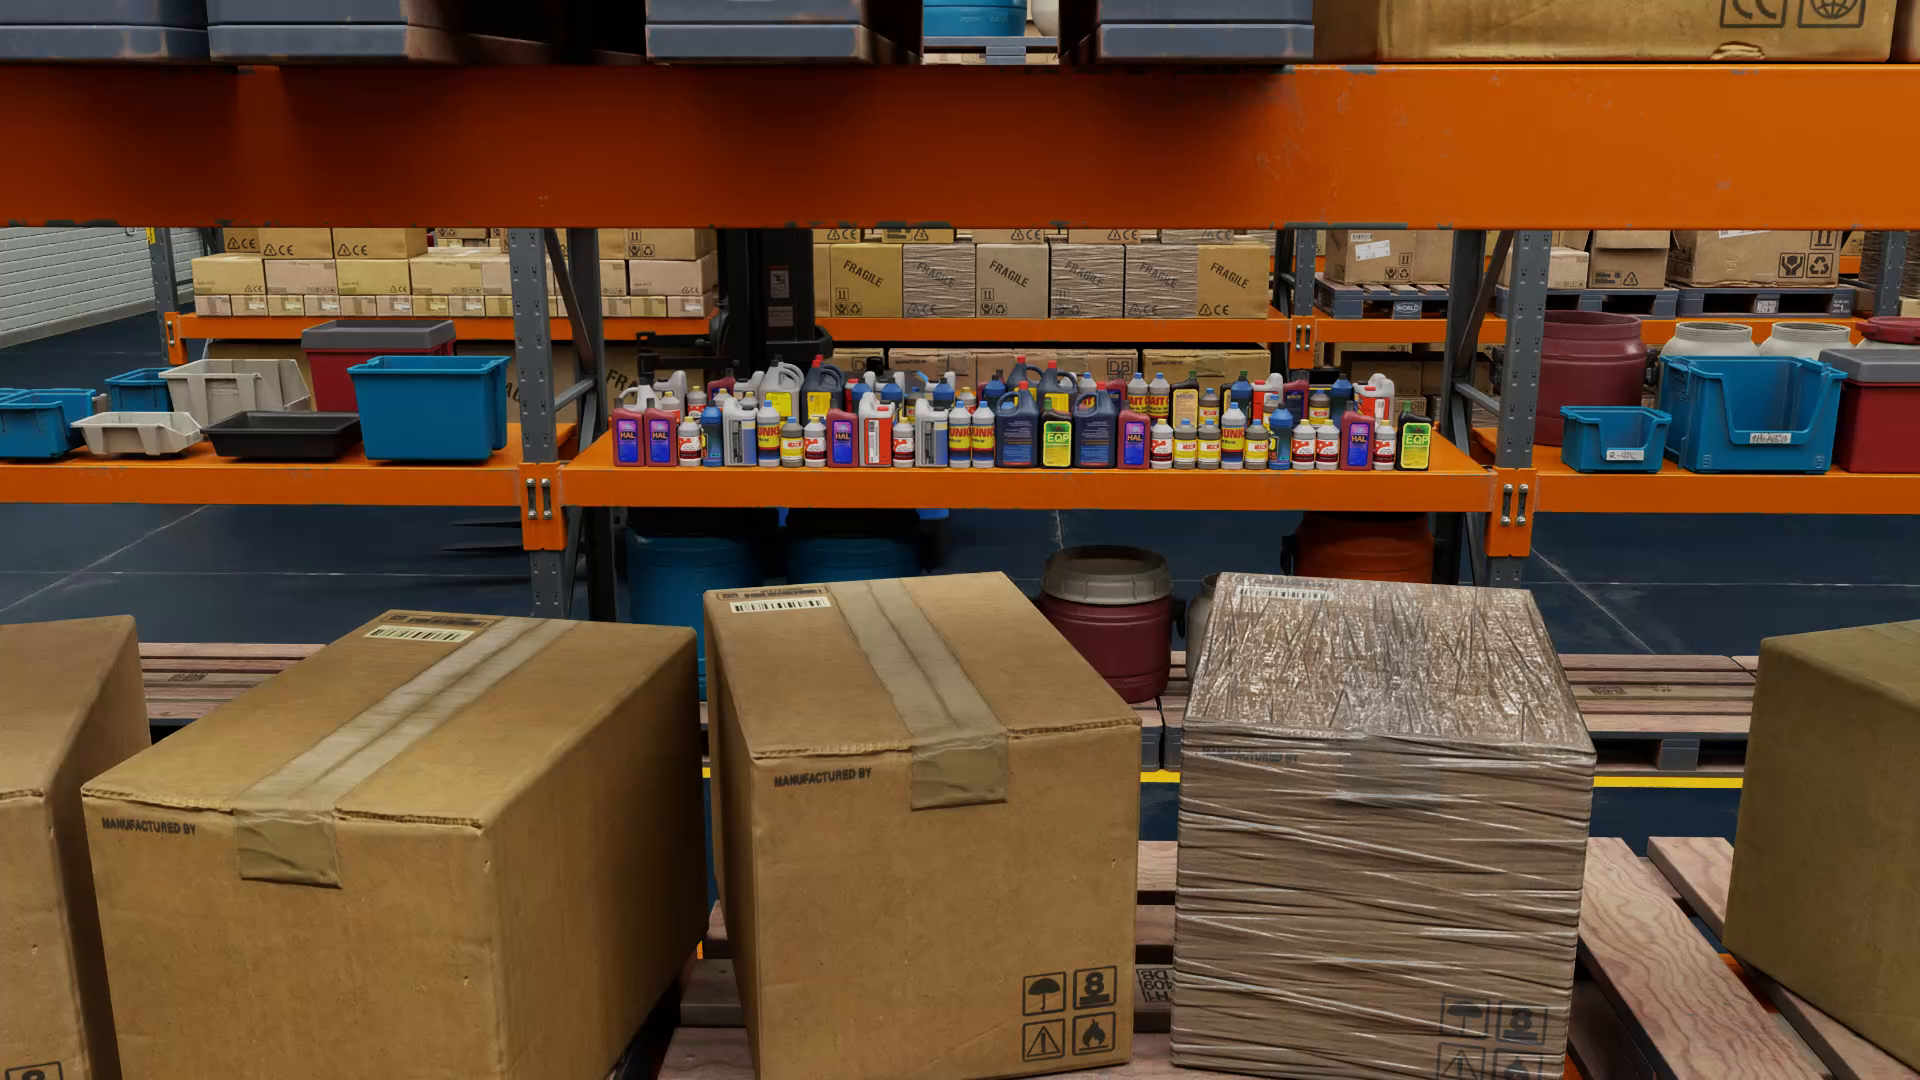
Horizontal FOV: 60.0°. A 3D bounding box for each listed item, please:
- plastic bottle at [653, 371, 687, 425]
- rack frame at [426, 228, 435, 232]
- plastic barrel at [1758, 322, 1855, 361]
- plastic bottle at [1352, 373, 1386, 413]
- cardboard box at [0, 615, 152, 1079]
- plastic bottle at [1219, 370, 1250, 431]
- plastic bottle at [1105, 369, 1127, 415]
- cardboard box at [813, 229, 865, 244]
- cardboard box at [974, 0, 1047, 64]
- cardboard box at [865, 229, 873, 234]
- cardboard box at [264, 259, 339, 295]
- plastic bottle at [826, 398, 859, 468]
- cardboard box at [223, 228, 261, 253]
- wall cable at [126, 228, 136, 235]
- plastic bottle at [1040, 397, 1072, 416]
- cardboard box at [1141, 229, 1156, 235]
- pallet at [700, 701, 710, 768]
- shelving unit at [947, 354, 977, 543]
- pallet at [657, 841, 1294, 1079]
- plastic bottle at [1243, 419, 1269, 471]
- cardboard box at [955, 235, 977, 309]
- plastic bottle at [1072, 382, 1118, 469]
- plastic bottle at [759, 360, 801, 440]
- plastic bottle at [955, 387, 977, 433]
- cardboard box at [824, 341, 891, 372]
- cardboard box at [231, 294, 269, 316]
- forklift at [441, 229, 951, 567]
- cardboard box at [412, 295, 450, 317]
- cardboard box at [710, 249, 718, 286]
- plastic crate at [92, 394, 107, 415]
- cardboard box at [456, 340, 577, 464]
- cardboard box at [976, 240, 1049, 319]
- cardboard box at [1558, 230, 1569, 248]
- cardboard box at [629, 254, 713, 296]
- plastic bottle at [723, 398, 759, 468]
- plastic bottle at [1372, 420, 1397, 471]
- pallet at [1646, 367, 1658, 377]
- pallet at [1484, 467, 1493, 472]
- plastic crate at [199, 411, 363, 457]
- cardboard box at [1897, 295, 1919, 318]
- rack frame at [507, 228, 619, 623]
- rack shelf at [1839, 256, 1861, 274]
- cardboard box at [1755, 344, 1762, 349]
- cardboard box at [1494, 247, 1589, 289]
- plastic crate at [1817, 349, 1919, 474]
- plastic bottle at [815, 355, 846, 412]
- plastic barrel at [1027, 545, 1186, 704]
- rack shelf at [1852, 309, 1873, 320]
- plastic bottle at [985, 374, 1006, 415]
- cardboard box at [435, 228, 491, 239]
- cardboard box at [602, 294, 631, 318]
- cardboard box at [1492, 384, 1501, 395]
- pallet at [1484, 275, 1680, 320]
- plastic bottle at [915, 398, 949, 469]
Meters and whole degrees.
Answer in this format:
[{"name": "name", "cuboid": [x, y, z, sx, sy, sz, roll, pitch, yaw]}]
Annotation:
[{"name": "plastic bottle", "cuboid": [-1.324, -0.634, 7.607, 0.135, 0.276, 0.152, 0, 15, 1]}, {"name": "rack frame", "cuboid": [-5.371, -3.168, 16.967, 0.127, 3.000, 1.000, 0, 15, 1]}, {"name": "plastic barrel", "cuboid": [3.727, -0.687, 7.346, 0.421, 0.512, 0.421, 0, 15, 0]}, {"name": "plastic bottle", "cuboid": [1.848, -0.614, 7.529, 0.135, 0.276, 0.152, 0, 15, 1]}, {"name": "cardboard box", "cuboid": [-1.389, 0.458, 2.207, 0.500, 0.500, 0.700, -5, 16, -17]}, {"name": "plastic bottle", "cuboid": [1.252, -0.633, 7.587, 0.133, 0.283, 0.061, 0, 15, 1]}, {"name": "plastic bottle", "cuboid": [0.694, -0.636, 7.600, 0.133, 0.283, 0.061, 0, 15, 1]}, {"name": "cardboard box", "cuboid": [-0.961, -2.409, 11.928, 0.637, 0.503, 0.797, 0, 15, 0]}, {"name": "cardboard box", "cuboid": [0.356, -3.563, 11.558, 0.637, 0.503, 0.797, 0, 15, 1]}, {"name": "cardboard box", "cuboid": [-0.990, -3.103, 16.392, 0.250, 0.149, 0.380, 0, 15, -1]}, {"name": "cardboard box", "cuboid": [-4.606, -1.901, 11.877, 0.500, 0.250, 0.500, 0, 15, 1]}, {"name": "plastic bottle", "cuboid": [-0.483, -0.441, 6.860, 0.133, 0.283, 0.061, 0, 15, 1]}, {"name": "cardboard box", "cuboid": [-5.105, -2.401, 12.302, 0.500, 0.500, 0.500, 1, 15, 2]}, {"name": "wall cable", "cuboid": [-10.983, -4.968, 21.737, 0.123, 1.953, 0.585, 0, 15, 1]}, {"name": "plastic bottle", "cuboid": [0.398, -0.451, 6.897, 0.133, 0.283, 0.061, 0, 15, 1]}, {"name": "cardboard box", "cuboid": [1.873, -3.085, 16.323, 0.250, 0.149, 0.380, 0, 15, 1]}, {"name": "pallet", "cuboid": [-0.956, 0.750, 7.585, 1.213, 0.211, 1.003, 0, 15, 1]}, {"name": "shelving unit", "cuboid": [0.014, -0.580, 10.687, 0.189, 1.200, 0.258, 0, 15, 1]}, {"name": "pallet", "cuboid": [0.198, 0.756, 2.470, 1.213, 0.211, 1.003, 0, 15, 1]}, {"name": "plastic bottle", "cuboid": [1.219, -0.395, 6.846, 0.097, 0.201, 0.097, 0, 15, 0]}, {"name": "cardboard box", "cuboid": [-0.109, -1.986, 12.291, 0.500, 0.500, 0.500, 0, 15, 1]}, {"name": "plastic bottle", "cuboid": [0.556, -0.477, 6.866, 0.185, 0.351, 0.144, 0, 15, 1]}, {"name": "plastic bottle", "cuboid": [-0.803, -0.631, 7.449, 0.185, 0.351, 0.144, 0, 15, 1]}, {"name": "plastic bottle", "cuboid": [0.028, -0.596, 7.610, 0.097, 0.201, 0.097, 0, 15, 0]}, {"name": "cardboard box", "cuboid": [-0.960, -1.054, 12.297, 0.875, 0.875, 1.225, 0, 15, 2]}, {"name": "cardboard box", "cuboid": [-4.996, -1.694, 11.874, 0.250, 0.149, 0.380, 0, 15, 1]}, {"name": "forklift", "cuboid": [-1.625, -1.306, 10.046, 3.031, 2.935, 1.130, -3, 15, -11]}, {"name": "cardboard box", "cuboid": [-3.715, -1.686, 11.842, 0.250, 0.149, 0.380, 0, 15, 0]}, {"name": "cardboard box", "cuboid": [-2.063, -2.019, 12.322, 0.500, 0.250, 0.500, 0, 15, 0]}, {"name": "plastic crate", "cuboid": [-4.041, -0.584, 7.574, 0.250, 0.136, 0.298, 0, 15, 1]}, {"name": "cardboard box", "cuboid": [-3.158, -1.084, 12.409, 0.875, 0.875, 0.875, 0, 15, 1]}, {"name": "cardboard box", "cuboid": [0.373, -1.851, 11.778, 0.500, 0.500, 0.500, 1, 15, 2]}, {"name": "cardboard box", "cuboid": [6.096, -3.073, 16.412, 0.500, 0.500, 0.500, 0, 15, 1]}, {"name": "cardboard box", "cuboid": [-2.048, -1.885, 11.814, 0.500, 0.250, 0.500, 0, 15, 0]}, {"name": "plastic bottle", "cuboid": [-0.908, -0.452, 6.916, 0.135, 0.276, 0.152, 0, 15, 1]}, {"name": "plastic bottle", "cuboid": [1.742, -0.391, 6.833, 0.097, 0.201, 0.097, 0, 15, 0]}, {"name": "pallet", "cuboid": [7.383, -1.716, 16.932, 1.213, 0.211, 1.003, 0, 15, 1]}, {"name": "pallet", "cuboid": [4.396, -0.489, 12.279, 1.213, 0.211, 1.003, 0, 15, 1]}, {"name": "plastic crate", "cuboid": [-2.853, -0.449, 7.084, 0.590, 0.125, 0.437, 0, 15, 1]}, {"name": "cardboard box", "cuboid": [6.604, -1.626, 11.615, 0.250, 0.149, 0.380, 0, 15, 1]}, {"name": "rack frame", "cuboid": [-1.727, -0.614, 7.289, 0.127, 3.000, 1.000, 0, 15, 1]}, {"name": "rack shelf", "cuboid": [8.624, -2.729, 16.713, 4.000, 0.370, 1.077, 0, 15, 1]}, {"name": "cardboard box", "cuboid": [8.153, -2.238, 16.786, 0.875, 0.875, 0.875, 0, 15, 2]}, {"name": "cardboard box", "cuboid": [4.068, -1.912, 11.679, 0.500, 0.250, 0.500, 0, 15, 0]}, {"name": "plastic crate", "cuboid": [3.880, -0.531, 6.846, 0.583, 0.464, 0.402, 0, 15, 1]}, {"name": "plastic bottle", "cuboid": [-0.615, -0.667, 7.584, 0.185, 0.351, 0.144, 0, 15, 1]}, {"name": "plastic barrel", "cuboid": [0.654, 0.368, 7.467, 0.708, 0.588, 0.600, 0, 15, 1]}, {"name": "rack shelf", "cuboid": [8.397, -1.464, 11.921, 4.000, 0.370, 1.077, 0, 15, 1]}, {"name": "plastic bottle", "cuboid": [0.160, -0.614, 7.539, 0.097, 0.271, 0.097, 0, 15, 0]}, {"name": "cardboard box", "cuboid": [-4.929, -3.287, 16.638, 0.500, 0.500, 0.500, 1, 15, 4]}, {"name": "cardboard box", "cuboid": [-2.427, -1.678, 11.812, 0.250, 0.149, 0.380, 0, 15, 0]}, {"name": "cardboard box", "cuboid": [4.191, -0.854, 12.234, 0.500, 0.500, 0.700, 2, 15, 6]}, {"name": "pallet", "cuboid": [4.378, -1.756, 11.992, 1.213, 0.211, 1.003, 0, 15, 1]}, {"name": "plastic bottle", "cuboid": [-0.116, -0.447, 6.896, 0.135, 0.276, 0.152, 0, 15, 1]}]
